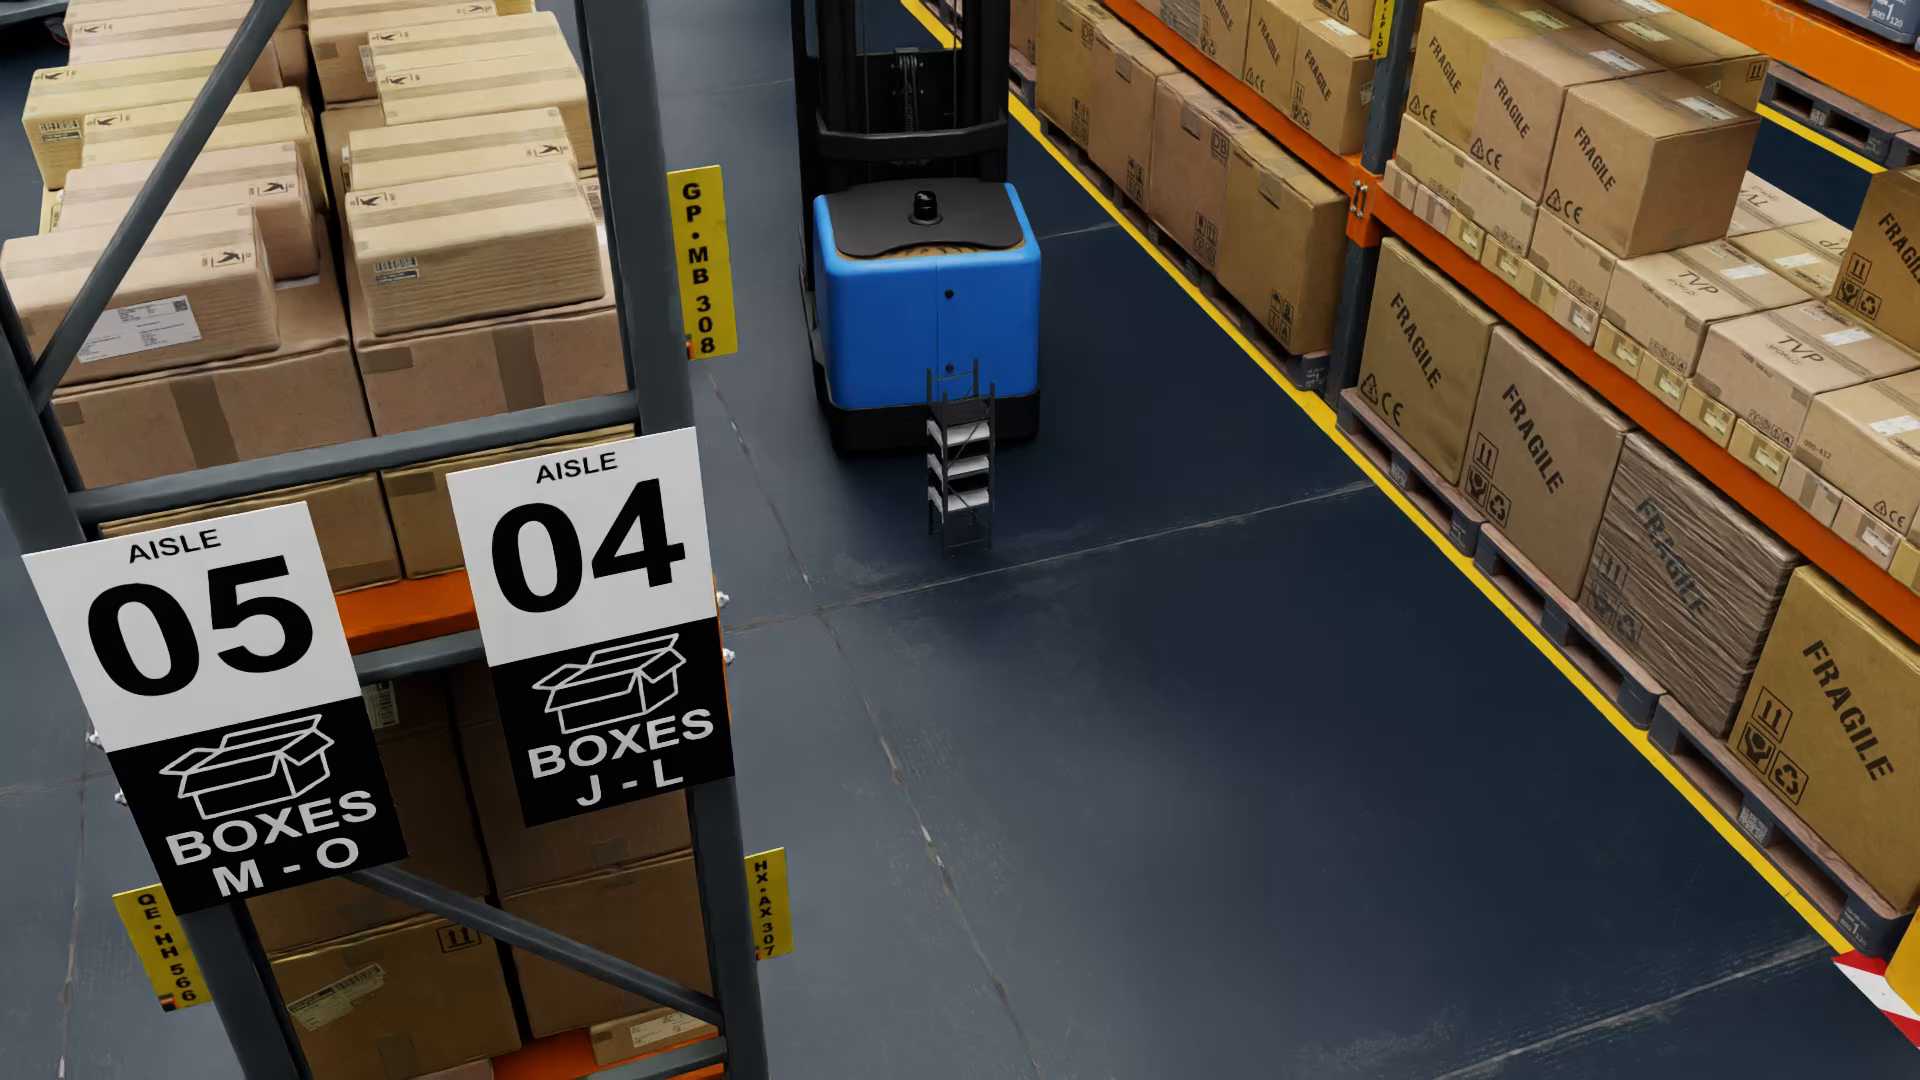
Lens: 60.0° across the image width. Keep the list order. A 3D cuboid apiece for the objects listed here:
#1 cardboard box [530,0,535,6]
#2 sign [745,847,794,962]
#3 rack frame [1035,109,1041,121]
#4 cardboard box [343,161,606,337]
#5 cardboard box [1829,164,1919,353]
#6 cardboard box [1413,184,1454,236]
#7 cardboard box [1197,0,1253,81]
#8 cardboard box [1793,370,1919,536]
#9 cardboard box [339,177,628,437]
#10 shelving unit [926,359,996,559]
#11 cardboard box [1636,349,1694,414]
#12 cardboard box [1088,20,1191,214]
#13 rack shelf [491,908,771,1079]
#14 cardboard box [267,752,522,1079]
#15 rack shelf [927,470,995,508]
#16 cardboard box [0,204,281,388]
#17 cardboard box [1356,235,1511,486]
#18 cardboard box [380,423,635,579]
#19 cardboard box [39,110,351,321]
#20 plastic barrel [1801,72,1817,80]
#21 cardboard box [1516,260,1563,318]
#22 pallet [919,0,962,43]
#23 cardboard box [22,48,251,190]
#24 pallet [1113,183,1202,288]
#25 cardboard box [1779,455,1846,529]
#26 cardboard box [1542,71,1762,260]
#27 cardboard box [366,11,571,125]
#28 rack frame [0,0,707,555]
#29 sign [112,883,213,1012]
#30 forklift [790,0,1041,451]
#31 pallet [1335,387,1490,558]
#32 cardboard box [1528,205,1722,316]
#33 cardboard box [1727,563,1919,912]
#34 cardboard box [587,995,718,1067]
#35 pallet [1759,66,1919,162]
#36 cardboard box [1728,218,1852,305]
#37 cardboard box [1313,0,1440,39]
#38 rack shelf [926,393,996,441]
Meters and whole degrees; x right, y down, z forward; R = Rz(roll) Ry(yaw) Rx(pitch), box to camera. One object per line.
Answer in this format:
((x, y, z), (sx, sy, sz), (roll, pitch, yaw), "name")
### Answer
((-1.345, -1.276, 4.167), (0.500, 0.250, 0.500), (-14, 39, -18), "cardboard box")
((-0.410, 0.774, 3.510), (0.100, 0.325, 0.005), (-12, 39, -16), "sign")
((1.020, -4.257, 10.909), (1.000, 3.000, 0.127), (-12, 39, -16), "rack frame")
((-0.817, -0.495, 2.799), (0.380, 0.149, 0.250), (-13, 39, -16), "cardboard box")
((3.505, -0.997, 5.835), (0.500, 0.500, 0.500), (-13, 39, -17), "cardboard box")
((2.276, -1.513, 7.474), (0.380, 0.149, 0.250), (-14, 39, -17), "cardboard box")
((1.629, -2.820, 8.917), (0.500, 0.500, 0.500), (-13, 39, -16), "cardboard box")
((3.183, -0.302, 5.536), (0.500, 0.250, 0.500), (-13, 39, -17), "cardboard box")
((-0.830, -0.413, 3.022), (0.500, 0.250, 0.500), (-12, 39, -15), "cardboard box")
((0.003, -0.355, 7.473), (0.258, 0.900, 0.210), (-12, 39, -16), "shelving unit")
((2.815, -0.634, 6.308), (0.380, 0.149, 0.250), (-12, 39, -15), "cardboard box")
((1.537, -2.677, 10.228), (1.225, 0.875, 0.875), (-12, 39, -16), "cardboard box")
((-1.607, 0.389, 5.338), (1.077, 0.370, 4.000), (-12, 39, -16), "rack shelf")
((-1.315, 0.873, 3.768), (0.500, 0.500, 0.500), (-12, 39, -15), "cardboard box")
((0.003, -0.256, 7.547), (0.258, 0.077, 0.200), (-12, 39, -16), "rack shelf")
((-1.309, -0.392, 2.662), (0.380, 0.149, 0.250), (-13, 39, -16), "cardboard box")
((2.548, -0.927, 7.905), (0.875, 0.875, 0.875), (-12, 39, -16), "cardboard box")
((-0.834, -0.213, 3.171), (0.500, 0.250, 0.500), (-11, 38, -14), "cardboard box")
((-1.494, -0.602, 3.272), (0.500, 0.250, 0.500), (-13, 39, -17), "cardboard box")
((6.243, -3.576, 11.660), (0.600, 0.588, 0.708), (-12, 39, -16), "plastic barrel")
((2.548, -1.071, 6.888), (0.380, 0.149, 0.250), (-13, 39, -17), "cardboard box")
((0.336, -4.273, 13.248), (1.003, 0.211, 1.213), (-12, 39, -16), "pallet")
((-1.584, -0.823, 3.235), (0.380, 0.149, 0.250), (-12, 39, -15), "cardboard box")
((1.636, -1.994, 10.222), (1.003, 0.211, 1.213), (-12, 39, -16), "pallet")
((3.079, -0.201, 5.732), (0.380, 0.149, 0.250), (-12, 39, -15), "cardboard box")
((2.667, -1.460, 6.449), (0.500, 0.500, 0.500), (-14, 39, -17), "cardboard box")
((-0.995, -0.949, 3.401), (0.380, 0.149, 0.250), (-12, 39, -15), "cardboard box")
((-0.919, -1.164, 1.816), (1.000, 3.000, 0.127), (-12, 39, -16), "rack frame")
((-1.447, 0.747, 3.040), (0.100, 0.325, 0.005), (-12, 39, -16), "sign")
((-0.331, -2.492, 8.623), (1.130, 2.935, 3.031), (-5, 37, -7), "forklift")
((2.585, -0.438, 8.156), (1.003, 0.211, 1.213), (-12, 39, -16), "pallet")
((2.662, -1.163, 6.679), (0.500, 0.250, 0.500), (-12, 38, -15), "cardboard box")
((3.477, 0.598, 5.880), (0.875, 0.875, 0.875), (-12, 39, -16), "cardboard box")
((-0.723, 1.081, 4.030), (0.380, 0.149, 0.250), (-13, 39, -16), "cardboard box")
((6.397, -3.044, 11.616), (1.003, 0.211, 1.213), (-12, 39, -16), "pallet")
((3.322, -0.994, 6.454), (0.500, 0.250, 0.500), (-13, 39, -17), "cardboard box")
((2.169, -2.797, 8.054), (0.797, 0.503, 0.637), (-13, 39, -17), "cardboard box")
((0.003, -0.544, 7.331), (0.258, 0.077, 0.200), (-12, 39, -16), "rack shelf")
